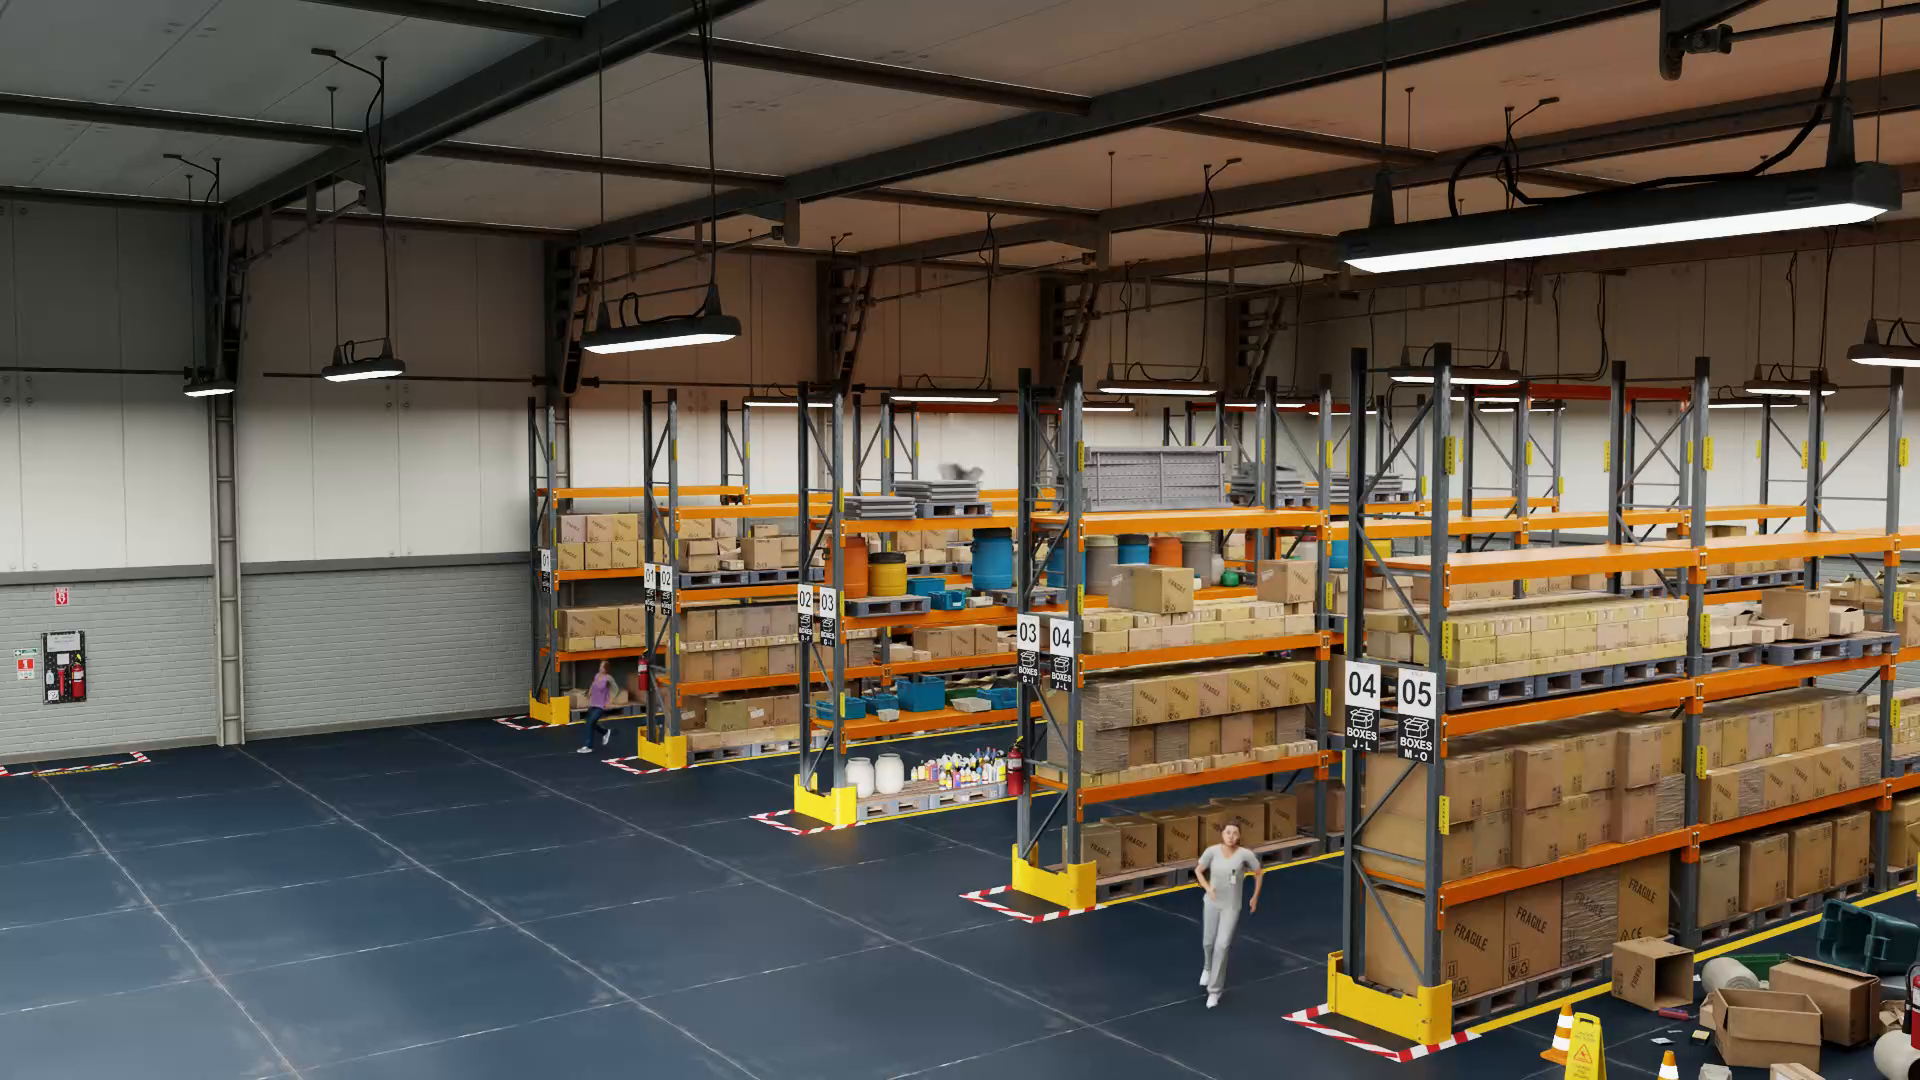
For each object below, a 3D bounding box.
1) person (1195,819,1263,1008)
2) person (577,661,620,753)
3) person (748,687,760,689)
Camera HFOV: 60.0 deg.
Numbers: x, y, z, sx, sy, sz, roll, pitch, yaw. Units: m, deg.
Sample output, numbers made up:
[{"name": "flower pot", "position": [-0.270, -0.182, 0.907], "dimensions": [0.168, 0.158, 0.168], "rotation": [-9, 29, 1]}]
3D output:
[{"name": "person", "position": [2.490, 3.432, 15.457], "dimensions": [0.620, 1.719, 0.757], "rotation": [1, 4, 19]}, {"name": "person", "position": [-5.988, 2.762, 27.596], "dimensions": [0.603, 1.520, 0.675], "rotation": [3, 4, 41]}, {"name": "person", "position": [-3.629, 2.573, 29.776], "dimensions": [0.684, 1.663, 0.619], "rotation": [-3, 4, -40]}]
